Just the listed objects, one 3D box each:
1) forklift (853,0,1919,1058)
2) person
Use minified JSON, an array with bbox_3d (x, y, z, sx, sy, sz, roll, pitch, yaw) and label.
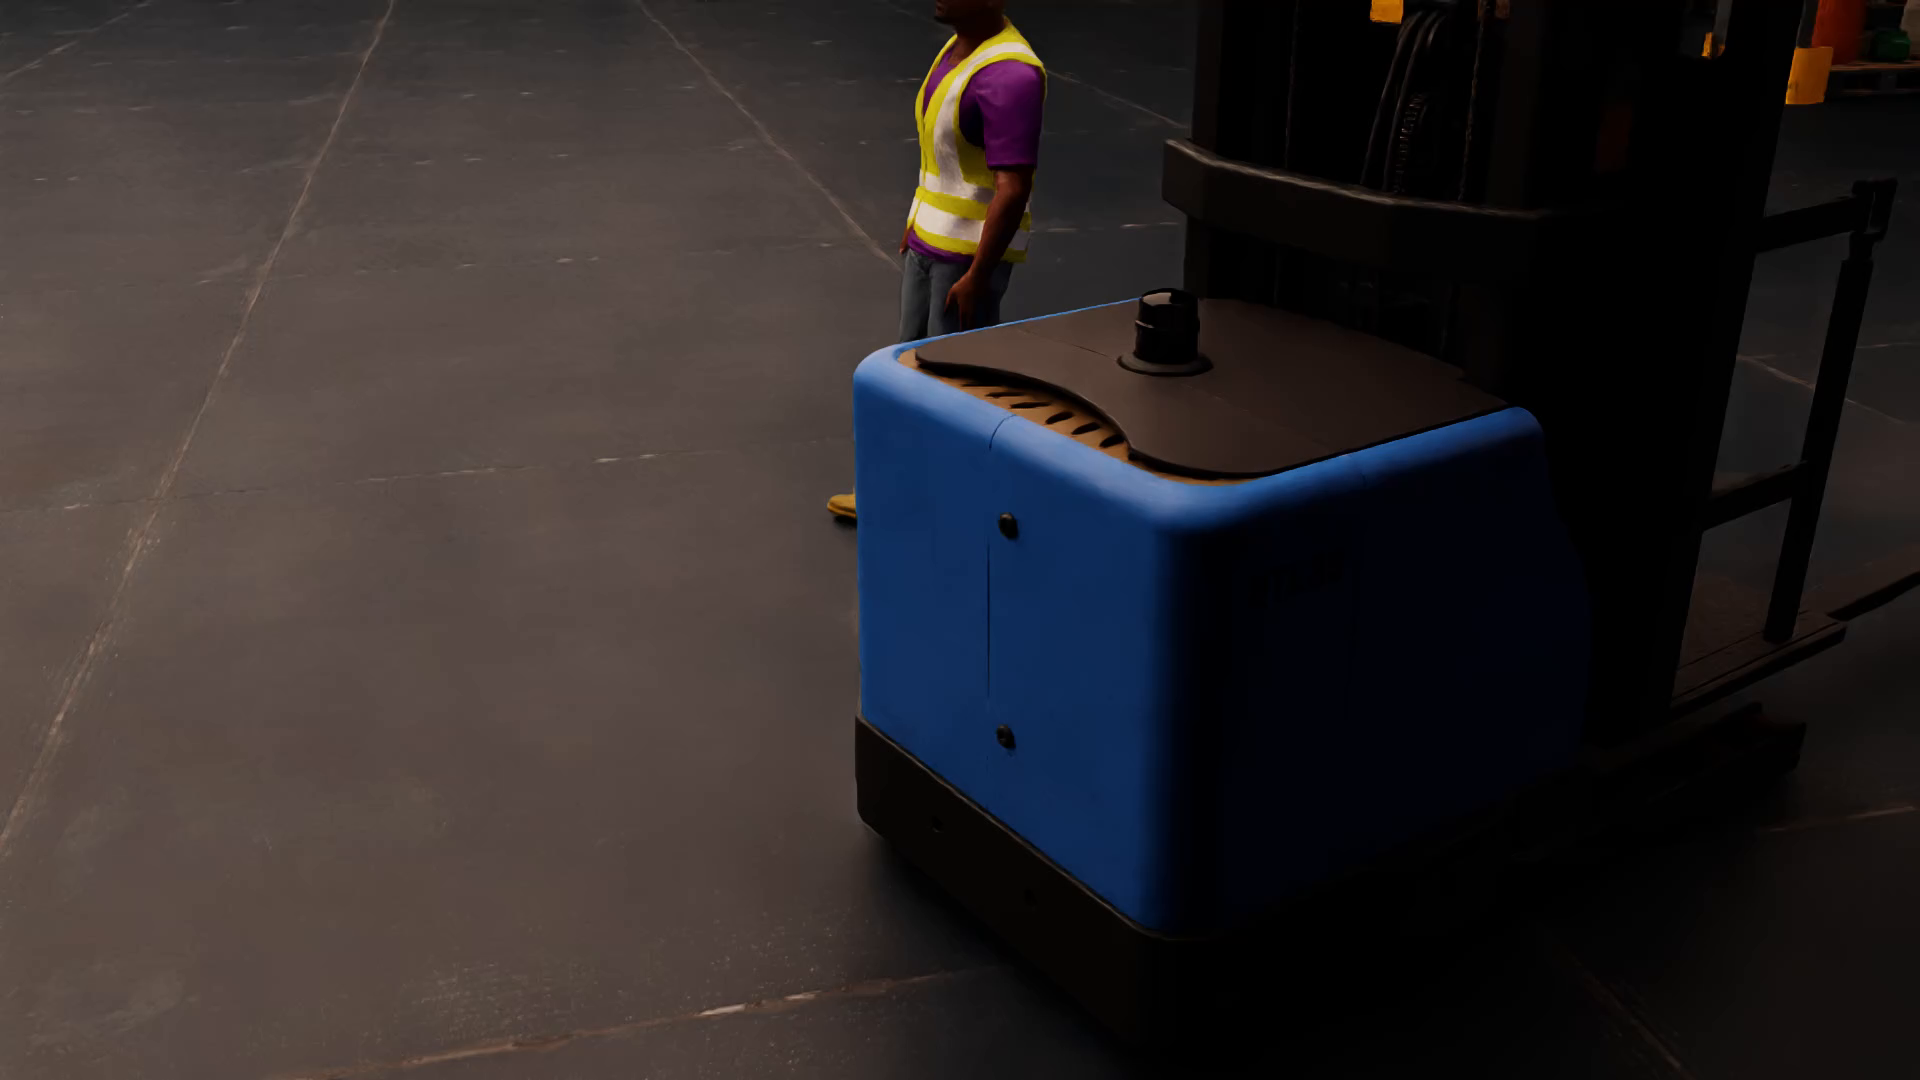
[{"bbox_3d":[1.280,-0.898,3.422,3.031,2.935,1.130,-15,27,-32],"label":"forklift"},{"bbox_3d":[-0.068,-0.815,4.692,0.576,1.766,0.665,-6,24,-14],"label":"person"}]
